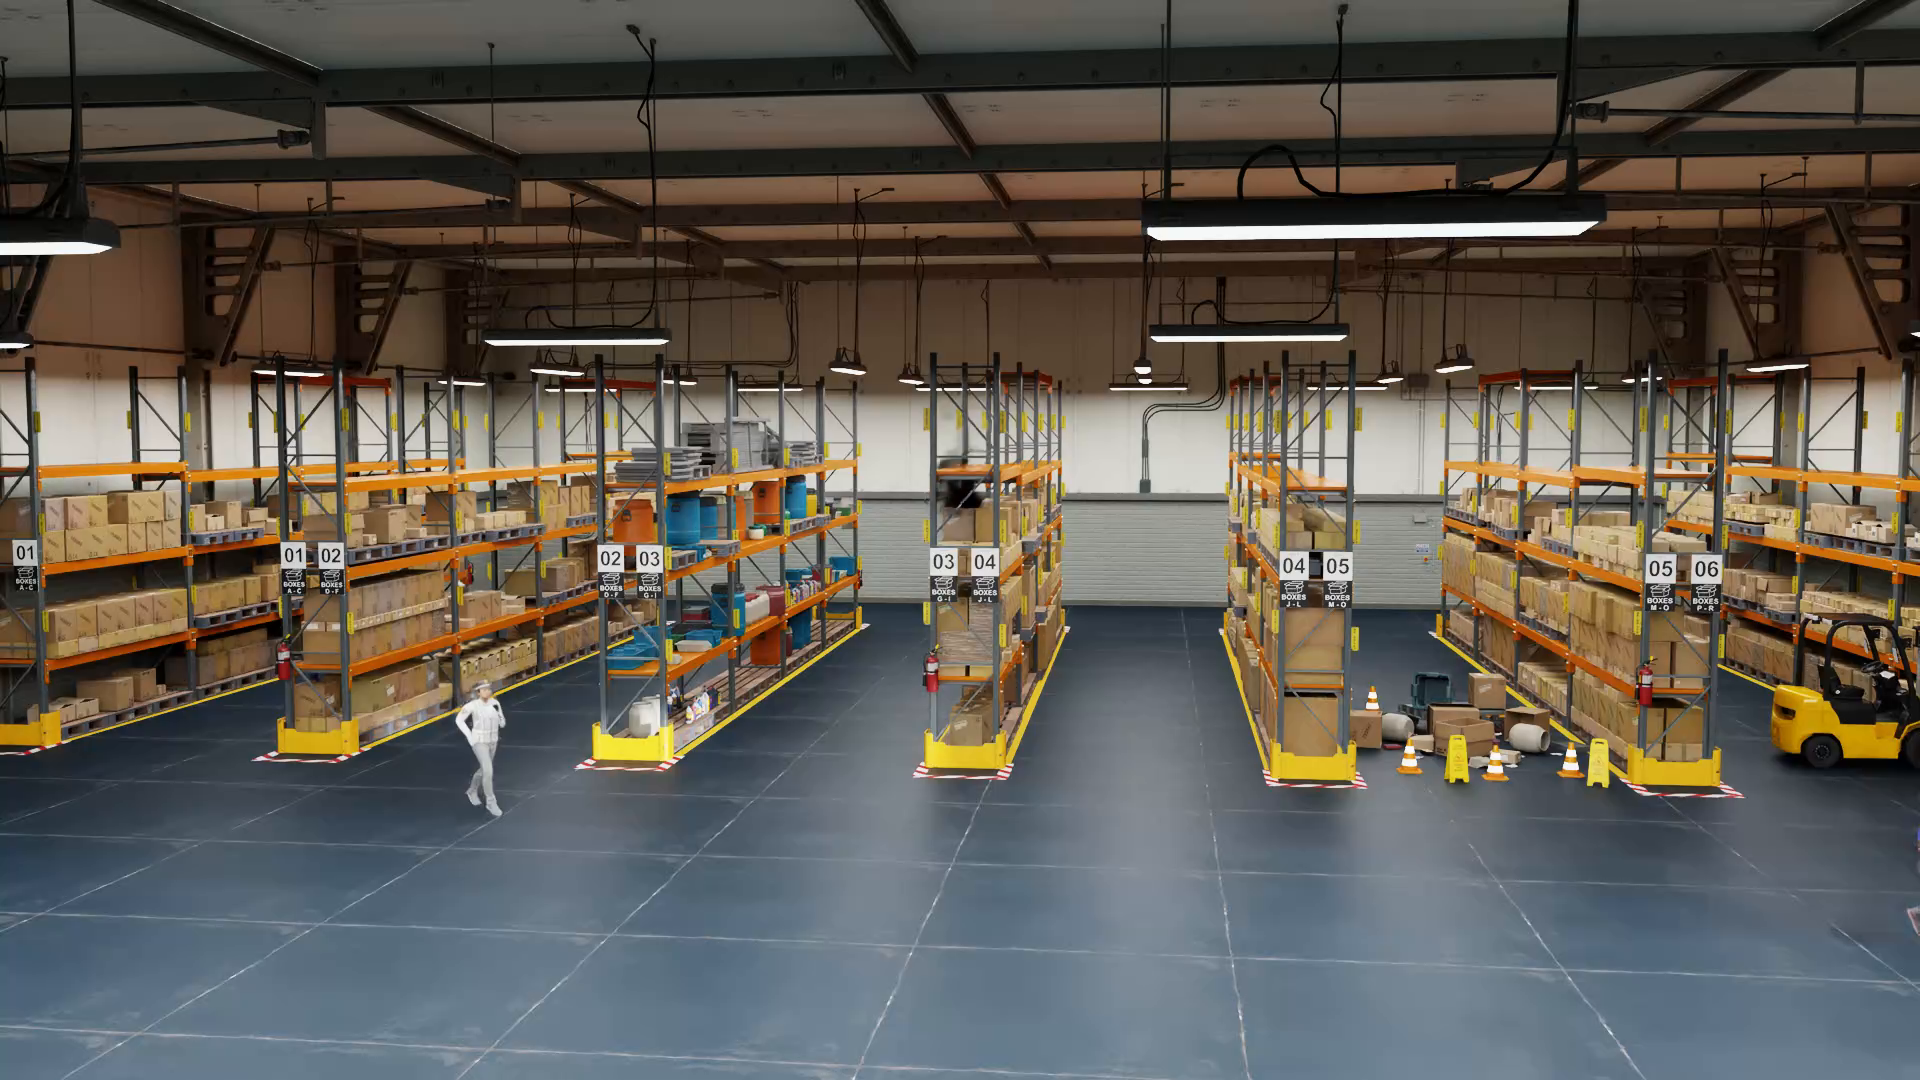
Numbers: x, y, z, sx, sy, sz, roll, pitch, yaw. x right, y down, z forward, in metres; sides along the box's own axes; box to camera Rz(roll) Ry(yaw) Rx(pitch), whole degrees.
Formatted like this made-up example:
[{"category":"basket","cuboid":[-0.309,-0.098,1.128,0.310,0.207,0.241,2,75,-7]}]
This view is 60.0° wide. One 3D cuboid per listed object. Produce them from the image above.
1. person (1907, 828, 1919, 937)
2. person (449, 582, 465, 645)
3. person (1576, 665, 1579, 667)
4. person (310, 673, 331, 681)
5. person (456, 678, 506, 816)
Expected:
[{"category":"person","cuboid":[9.206,3.092,15.655,0.574,1.602,0.587,-3,5,-38]},{"category":"person","cuboid":[-10.232,1.728,34.016,0.703,1.758,0.853,0,4,3]},{"category":"person","cuboid":[12.682,1.729,34.022,0.642,1.755,0.541,0,4,5]},{"category":"person","cuboid":[-11.328,2.092,29.605,0.587,1.683,0.866,0,4,2]},{"category":"person","cuboid":[-6.086,2.616,21.321,0.817,1.718,0.599,3,5,36]}]
